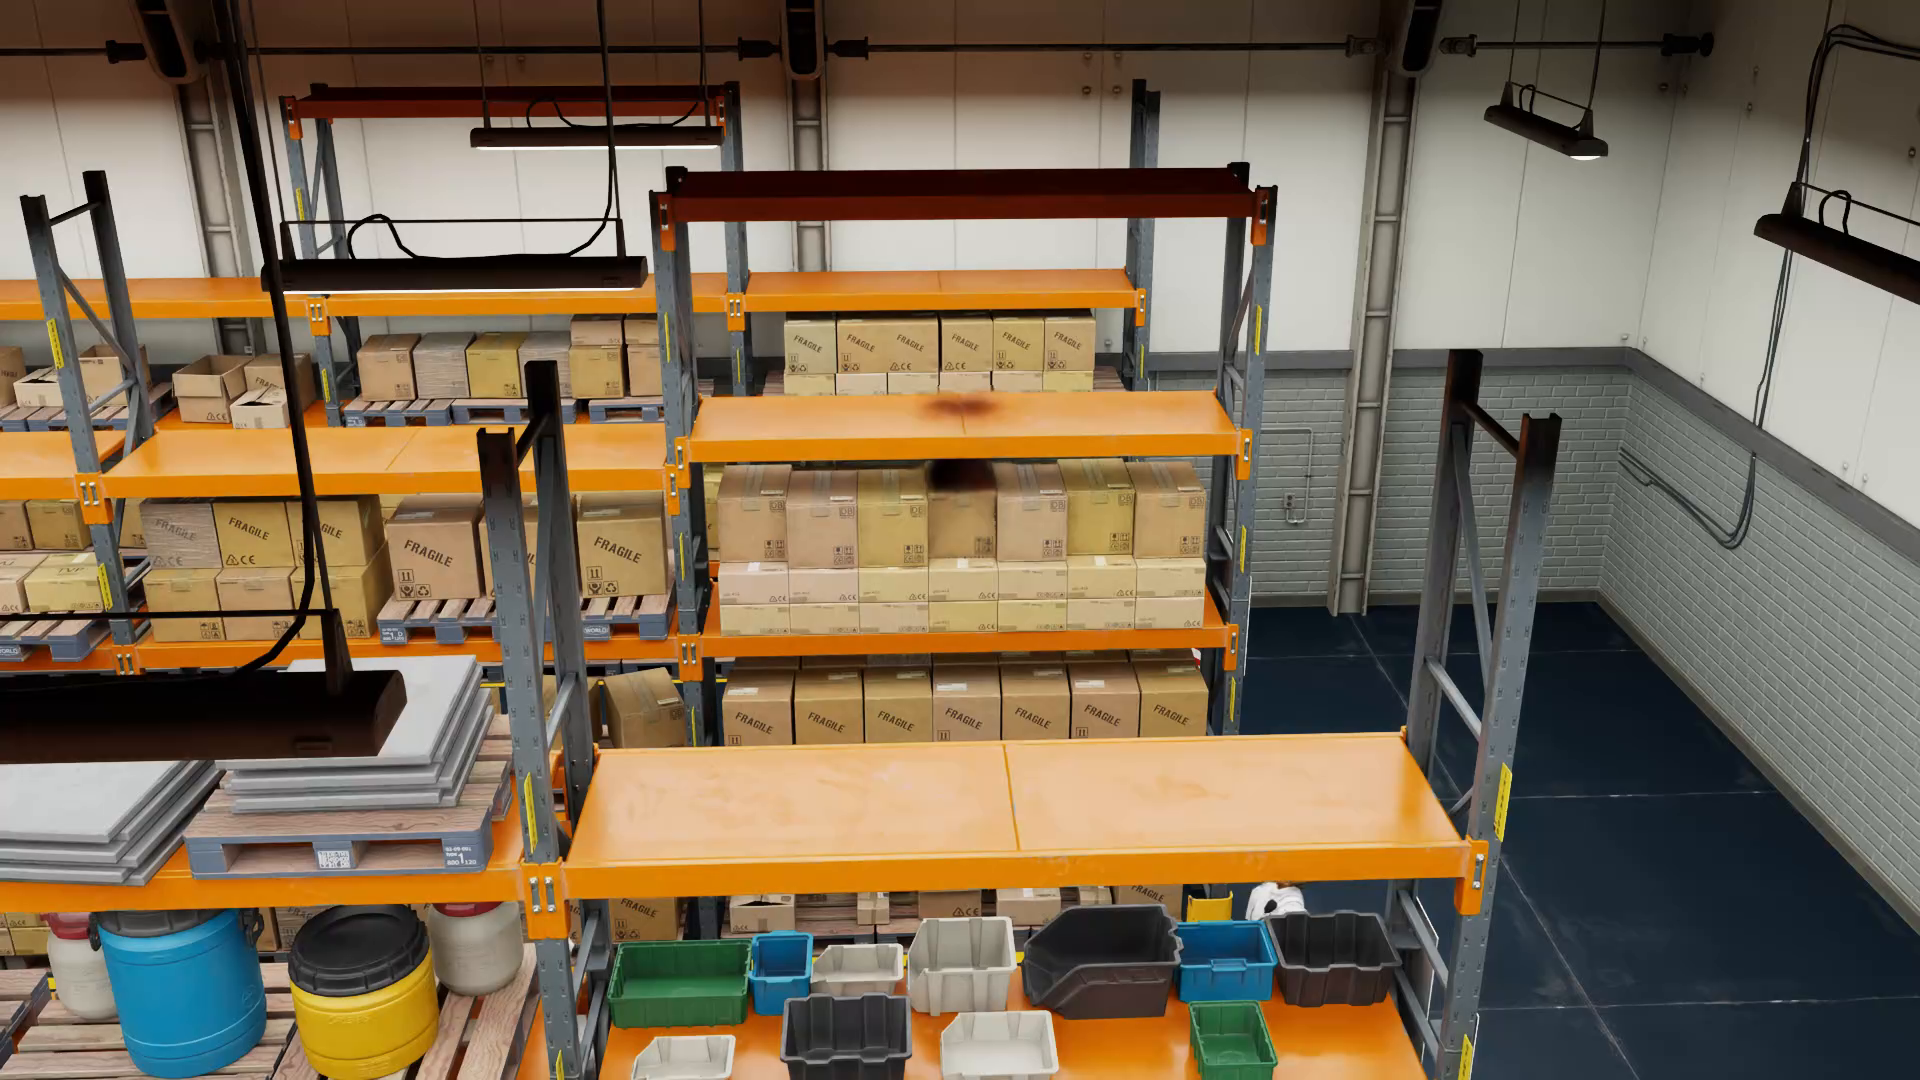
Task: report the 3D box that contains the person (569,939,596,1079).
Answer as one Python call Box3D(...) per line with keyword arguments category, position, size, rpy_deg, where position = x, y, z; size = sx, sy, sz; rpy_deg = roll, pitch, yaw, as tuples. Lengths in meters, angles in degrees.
Box3D(category="person", position=(-2.515, 3.295, 10.665), size=(0.622, 1.778, 0.408), rpy_deg=(-3, 22, -7))

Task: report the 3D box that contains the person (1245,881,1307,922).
Box3D(category="person", position=(2.257, 2.895, 11.882), size=(0.892, 1.600, 0.560), rpy_deg=(-8, 24, -20))
